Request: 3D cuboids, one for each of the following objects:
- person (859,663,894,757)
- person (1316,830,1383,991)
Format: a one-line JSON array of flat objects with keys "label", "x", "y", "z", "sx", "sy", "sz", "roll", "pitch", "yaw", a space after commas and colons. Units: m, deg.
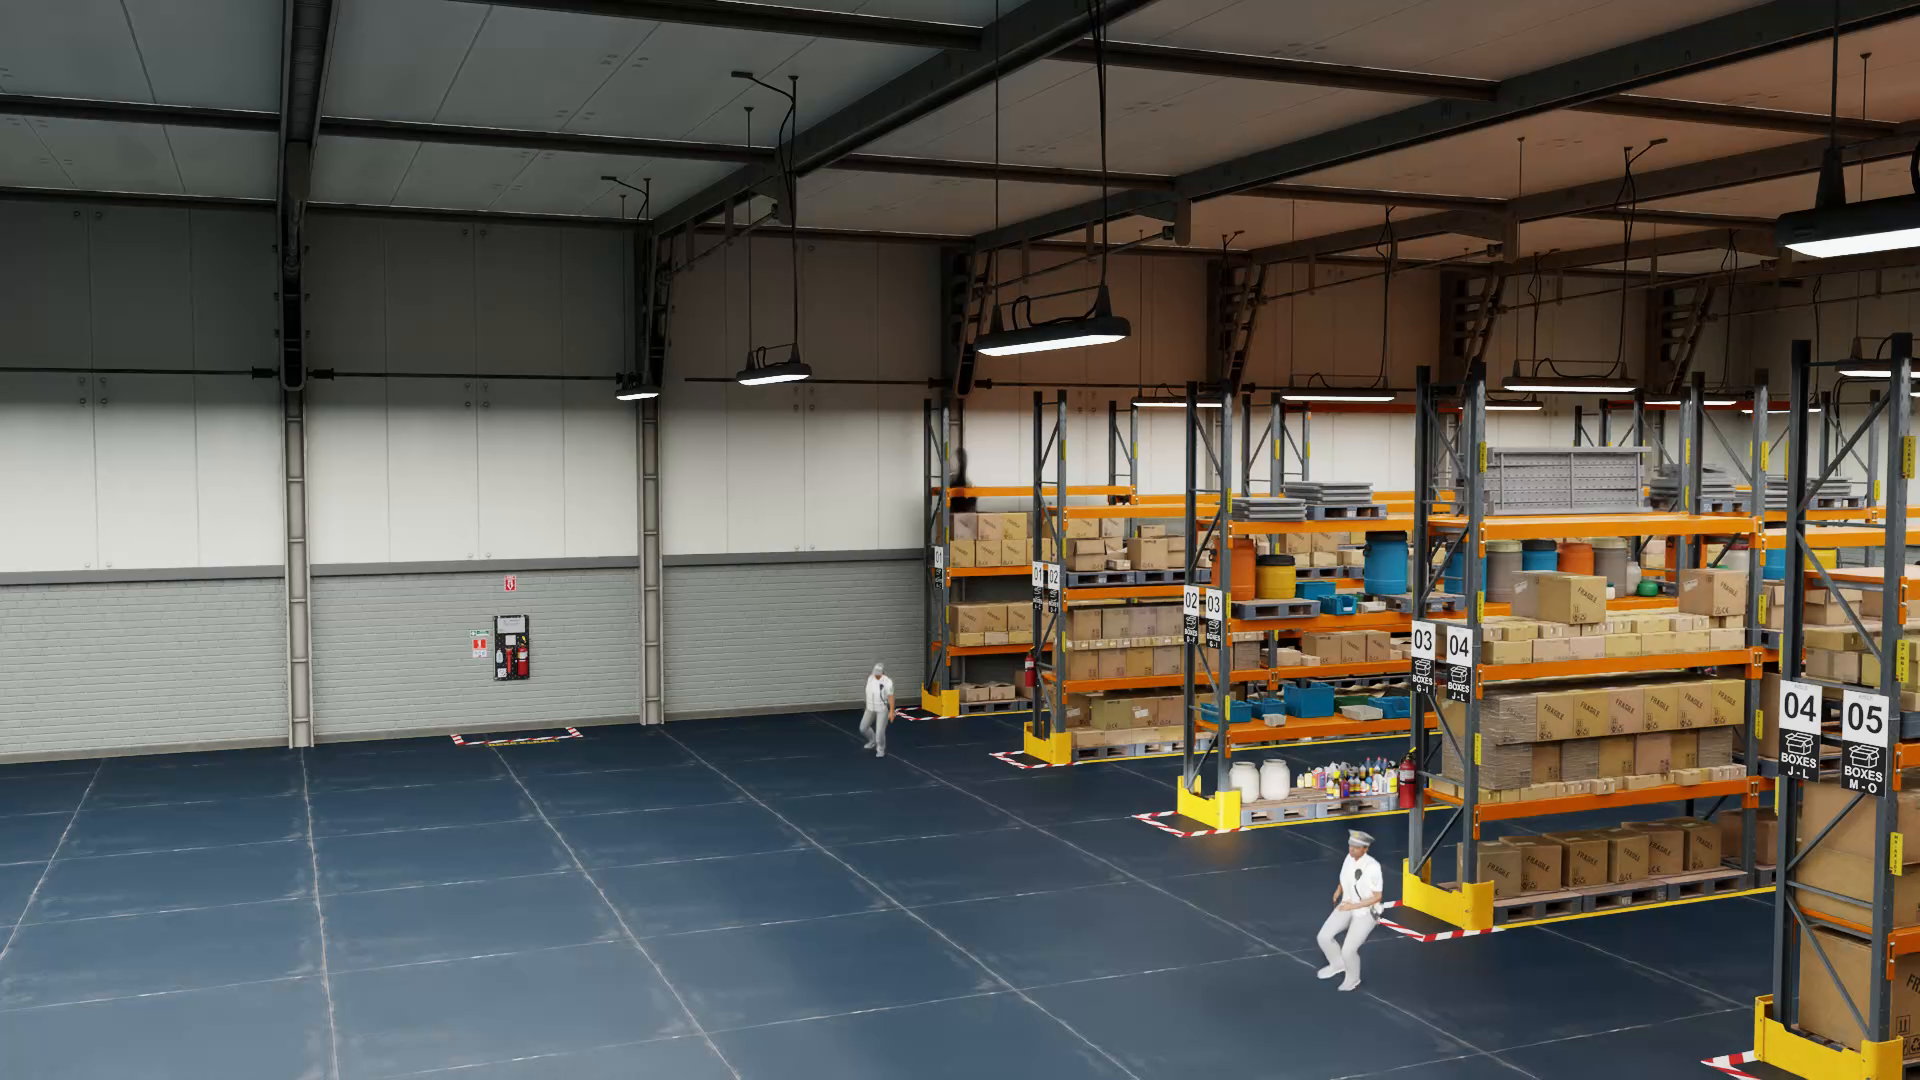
[{"label": "person", "x": -1.346, "y": 2.768, "z": 27.229, "sx": 0.756, "sy": 1.579, "sz": 0.694, "roll": 2, "pitch": 4, "yaw": 27}, {"label": "person", "x": 3.624, "y": 3.480, "z": 15.554, "sx": 0.587, "sy": 1.612, "sz": 0.774, "roll": -2, "pitch": 4, "yaw": -36}]
